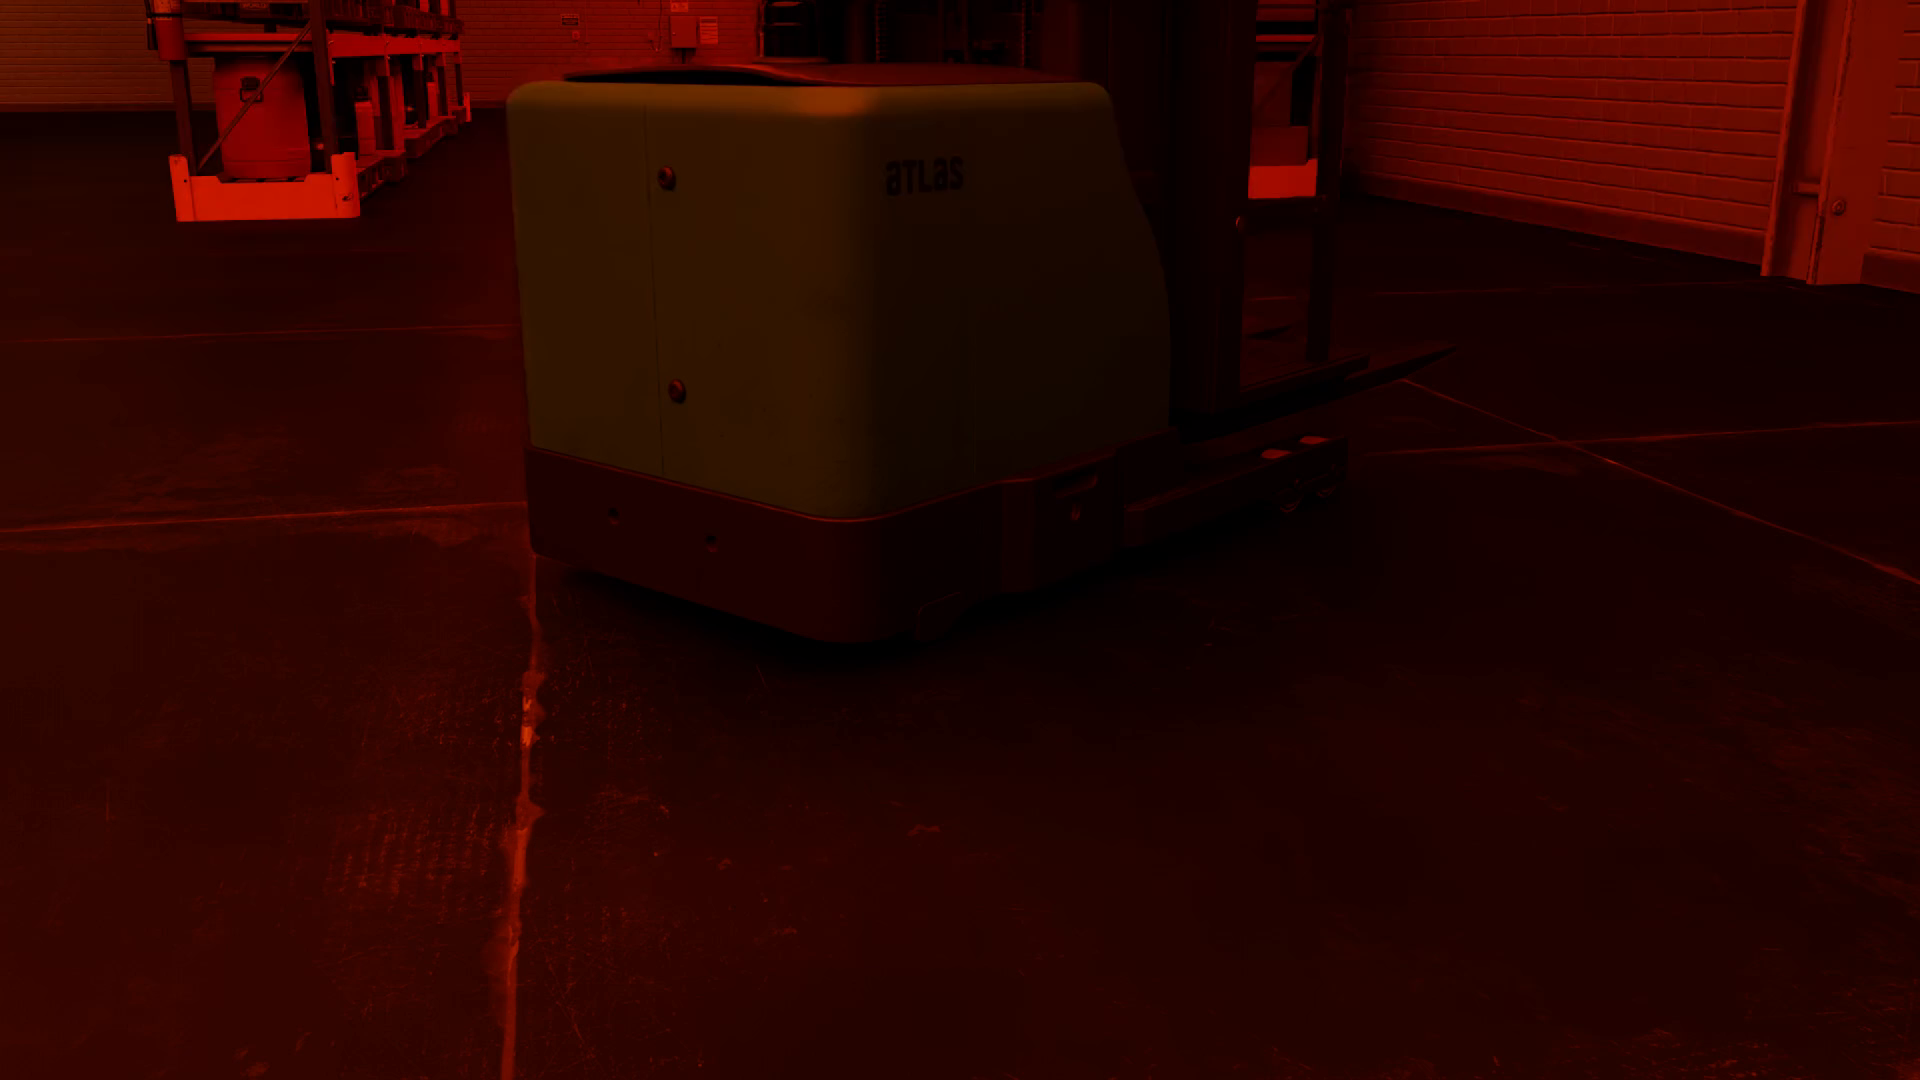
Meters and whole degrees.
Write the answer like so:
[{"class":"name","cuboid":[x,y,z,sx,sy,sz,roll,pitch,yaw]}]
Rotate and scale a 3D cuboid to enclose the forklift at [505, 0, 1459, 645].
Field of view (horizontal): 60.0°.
[{"class":"forklift","cuboid":[0.376,-1.555,4.102,1.130,2.935,3.031,13,21,38]}]
